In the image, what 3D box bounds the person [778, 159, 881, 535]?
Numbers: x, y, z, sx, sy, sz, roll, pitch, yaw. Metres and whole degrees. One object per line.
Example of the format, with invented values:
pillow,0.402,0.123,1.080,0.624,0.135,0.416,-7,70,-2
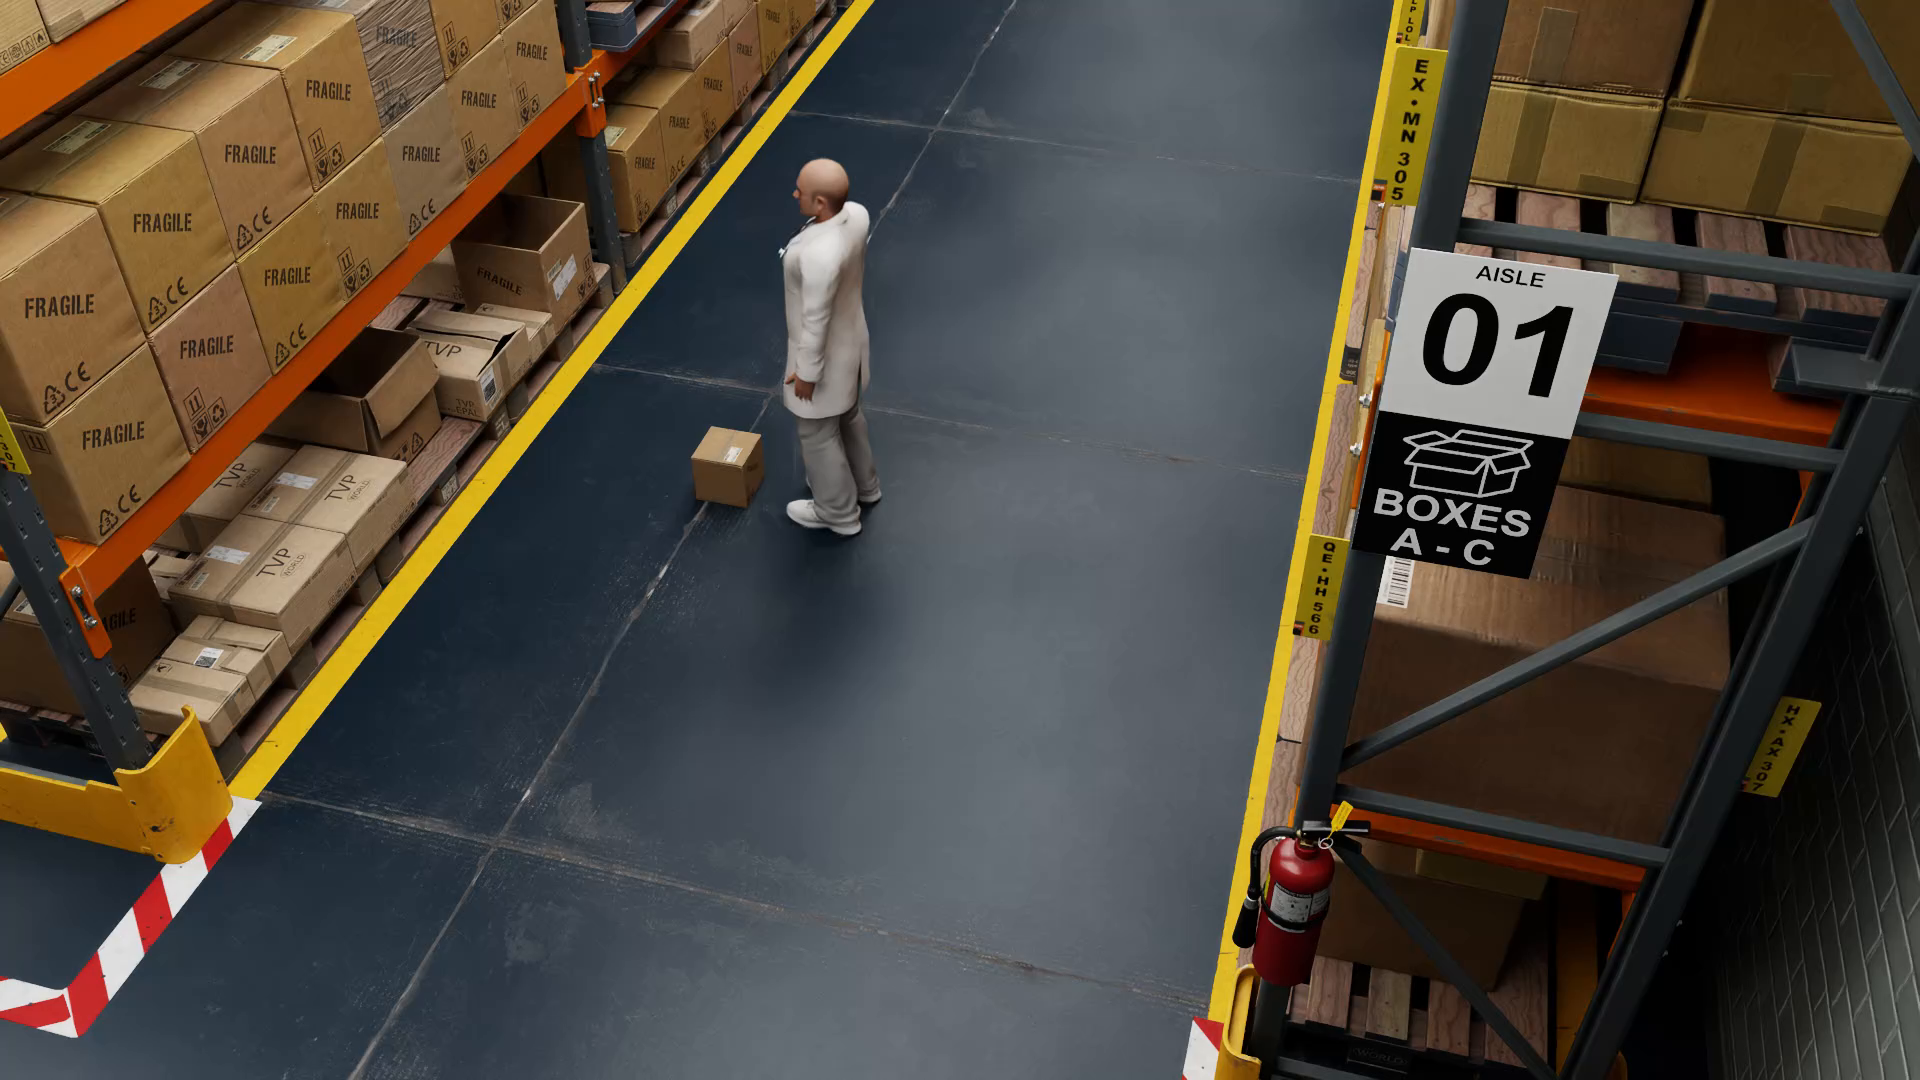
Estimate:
person,-0.587,-0.825,7.136,0.386,1.778,0.571,11,42,12
